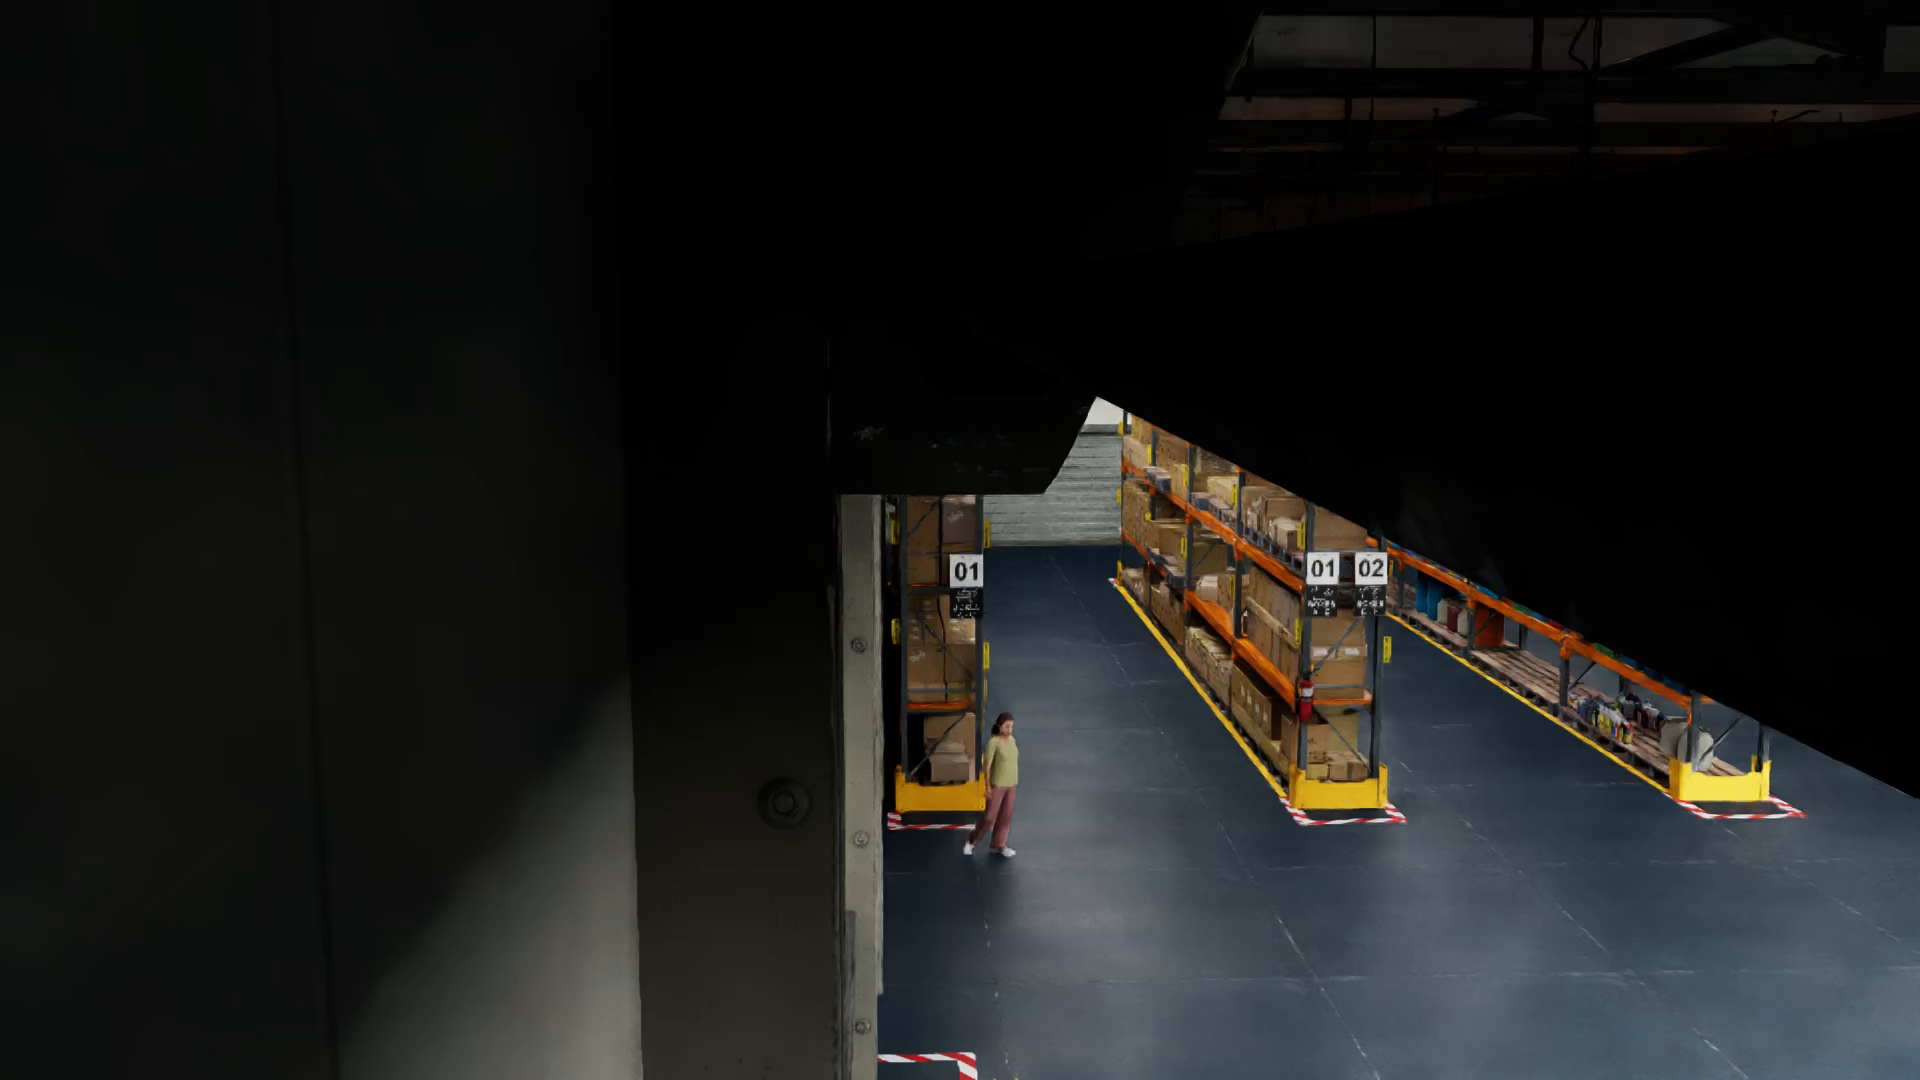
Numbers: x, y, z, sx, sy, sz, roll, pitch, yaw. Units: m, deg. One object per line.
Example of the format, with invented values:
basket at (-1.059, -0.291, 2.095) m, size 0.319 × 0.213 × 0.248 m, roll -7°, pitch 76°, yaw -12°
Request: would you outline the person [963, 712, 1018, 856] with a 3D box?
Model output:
person at (0.350, 2.758, 18.743) m, size 0.639 × 1.665 × 0.482 m, roll -8°, pitch 11°, yaw -42°
